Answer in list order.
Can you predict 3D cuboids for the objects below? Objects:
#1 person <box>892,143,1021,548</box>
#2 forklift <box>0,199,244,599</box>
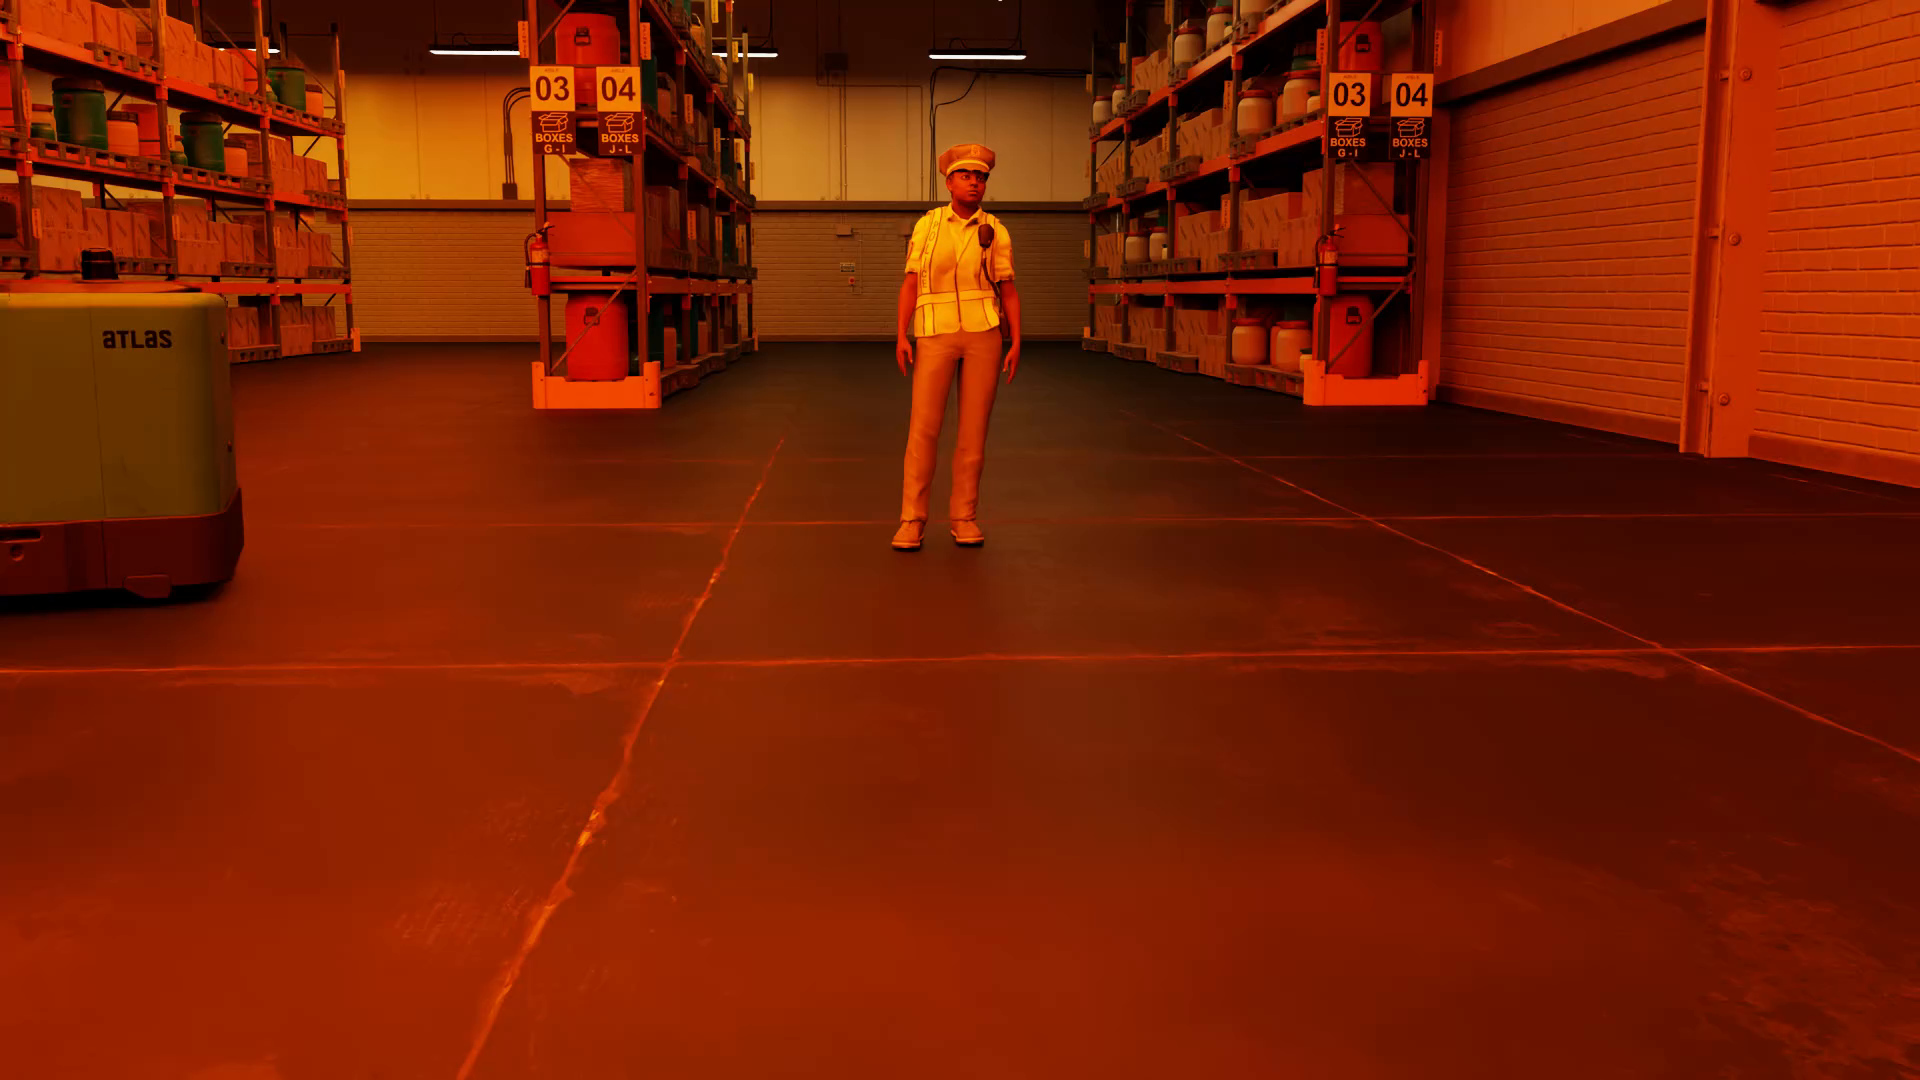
[{"bbox_3d":[-0.015,-0.834,7.110,0.569,1.694,0.530,-1,8,-4],"label":"person"},{"bbox_3d":[-4.161,-1.226,5.585,3.031,2.935,1.130,-3,9,-20],"label":"forklift"}]
